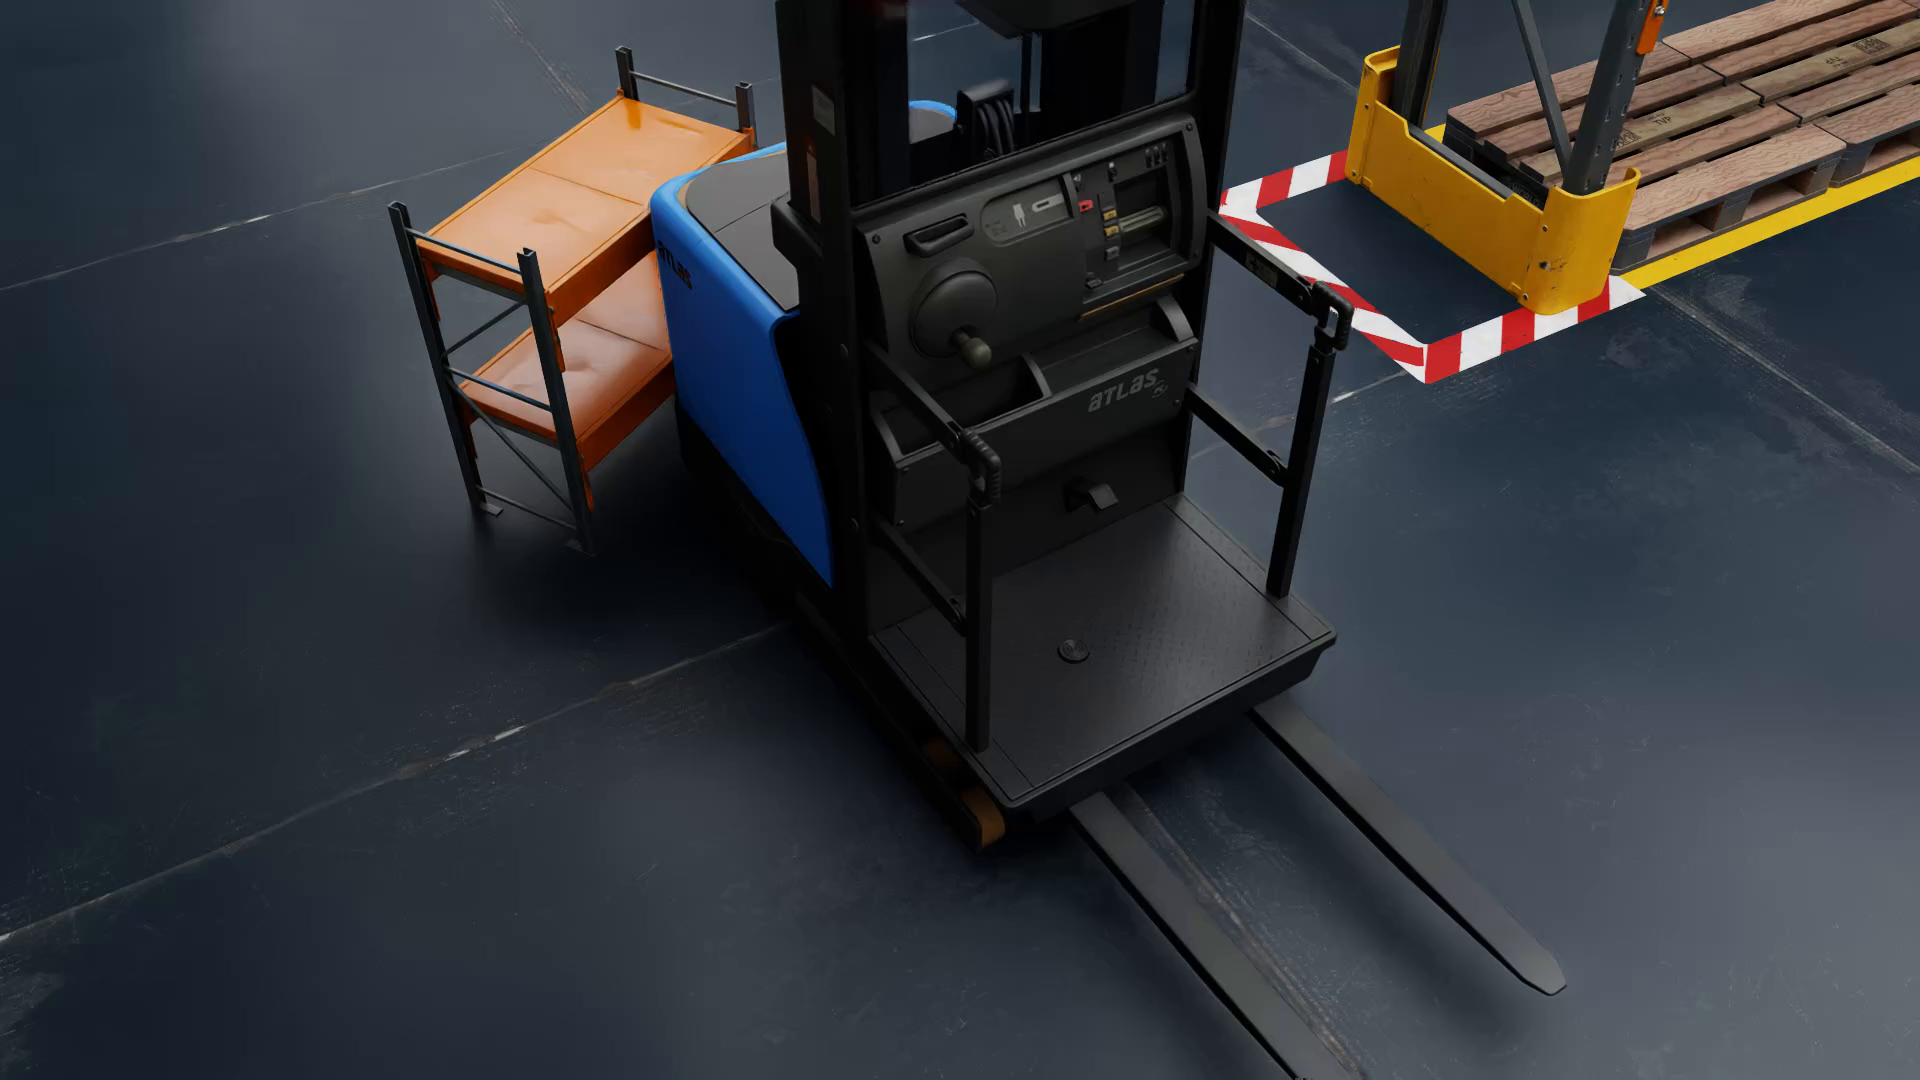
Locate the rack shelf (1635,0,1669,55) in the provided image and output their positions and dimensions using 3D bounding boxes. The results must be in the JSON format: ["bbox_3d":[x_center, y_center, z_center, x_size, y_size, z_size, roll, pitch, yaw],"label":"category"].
[{"bbox_3d":[3.734,-2.747,6.443,4.000,0.370,1.077,-22,48,-21],"label":"rack shelf"}]

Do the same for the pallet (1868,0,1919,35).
[{"bbox_3d":[4.850,-2.420,7.592,1.213,0.211,1.003,-22,48,-21],"label":"pallet"}]

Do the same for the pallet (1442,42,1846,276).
[{"bbox_3d":[2.734,-1.573,6.720,1.213,0.211,1.003,-22,48,-21],"label":"pallet"}]

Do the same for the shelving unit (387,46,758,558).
[{"bbox_3d":[-1.107,-0.751,5.216,0.538,1.125,1.048,21,48,21],"label":"shelving unit"}]

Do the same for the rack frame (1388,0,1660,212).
[{"bbox_3d":[2.000,-2.311,5.478,0.127,3.000,1.000,-22,48,-21],"label":"rack frame"}]

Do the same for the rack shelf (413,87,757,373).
[{"bbox_3d":[-1.107,-0.961,5.013,0.538,0.278,1.000,21,48,21],"label":"rack shelf"}]

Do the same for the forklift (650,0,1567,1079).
[{"bbox_3d":[0.314,-0.619,3.783,1.130,2.935,3.031,-24,49,-23],"label":"forklift"}]

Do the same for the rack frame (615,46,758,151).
[{"bbox_3d":[-0.859,-1.060,5.535,0.500,1.125,0.032,21,48,21],"label":"rack frame"}]

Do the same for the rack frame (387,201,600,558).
[{"bbox_3d":[-1.355,-0.442,4.898,0.500,1.125,0.032,21,48,21],"label":"rack frame"}]

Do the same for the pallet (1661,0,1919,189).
[{"bbox_3d":[3.791,-1.994,7.153,1.213,0.211,1.003,-22,48,-21],"label":"pallet"}]

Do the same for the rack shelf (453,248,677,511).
[{"bbox_3d":[-1.107,-0.576,5.387,0.538,0.278,1.000,21,48,21],"label":"rack shelf"}]

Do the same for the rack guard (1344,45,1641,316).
[{"bbox_3d":[1.985,-1.398,6.332,0.348,0.500,1.175,-22,48,-21],"label":"rack guard"}]
